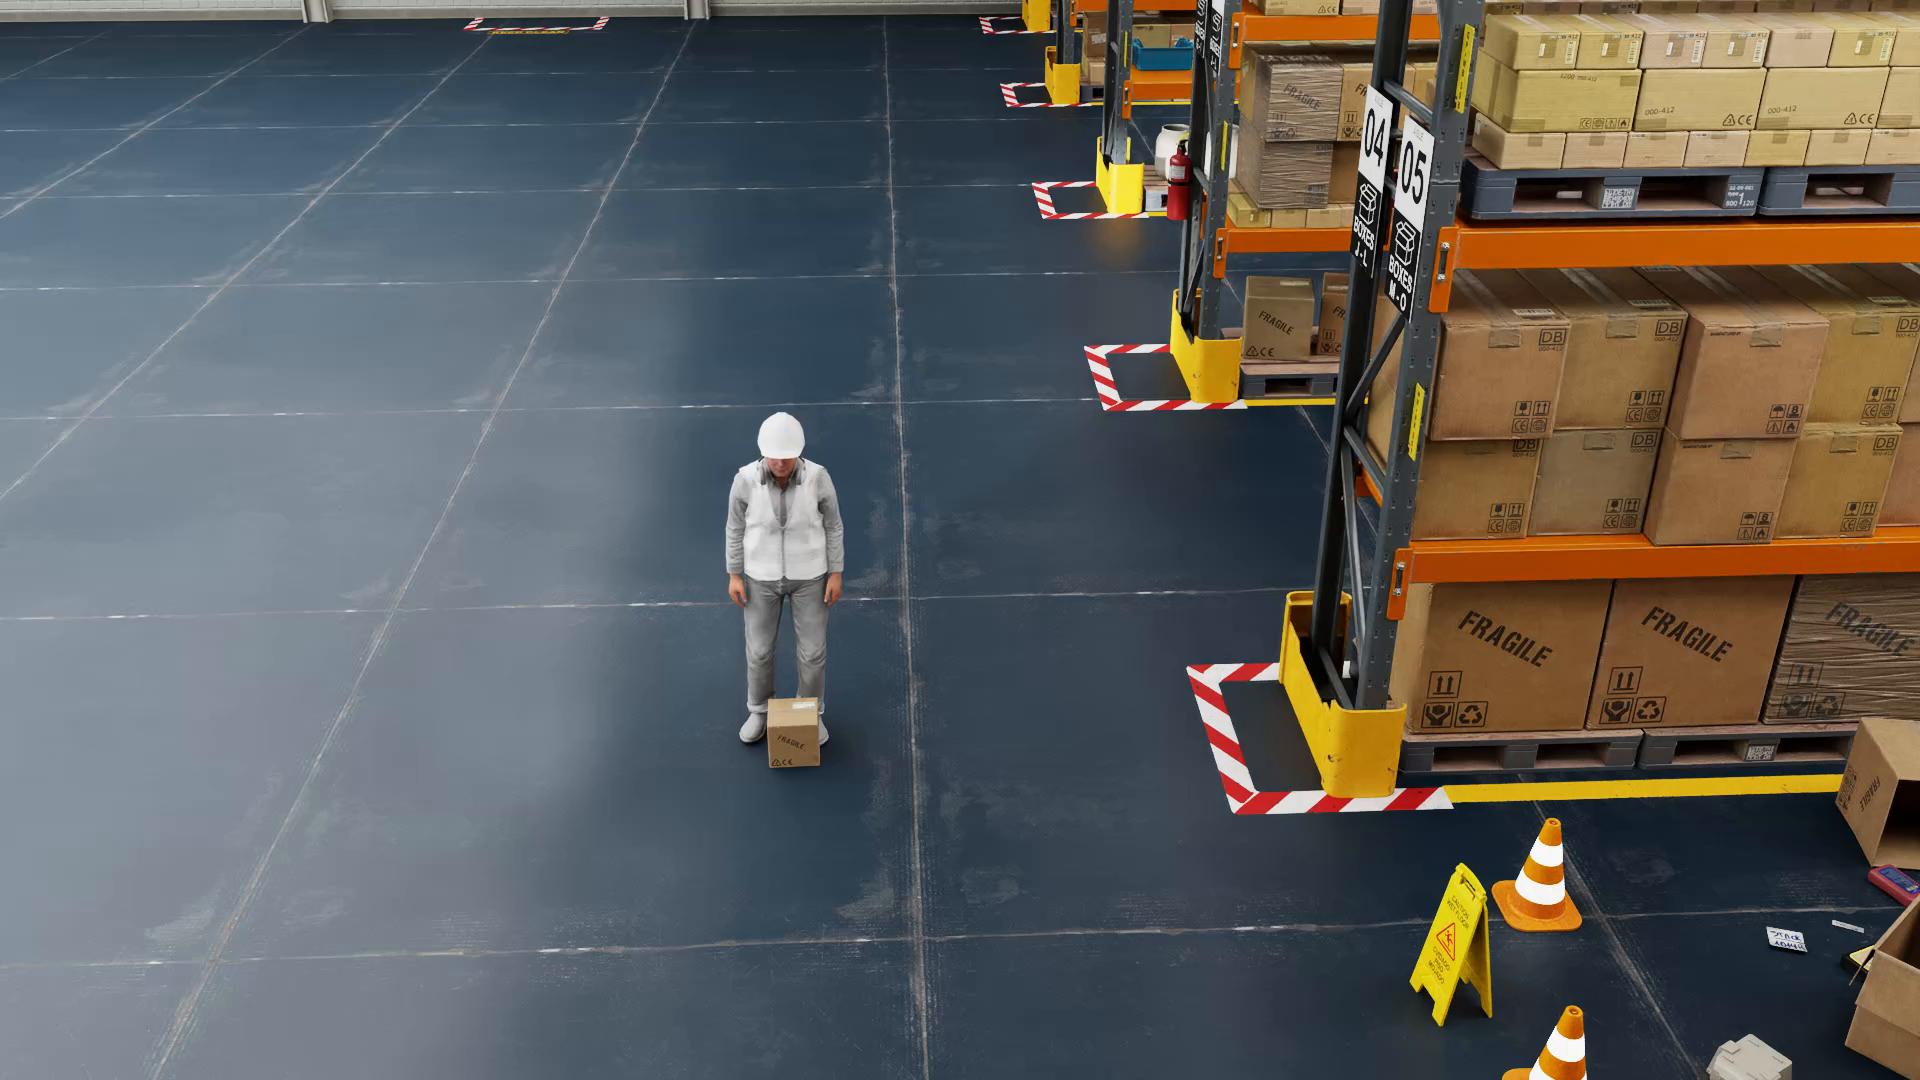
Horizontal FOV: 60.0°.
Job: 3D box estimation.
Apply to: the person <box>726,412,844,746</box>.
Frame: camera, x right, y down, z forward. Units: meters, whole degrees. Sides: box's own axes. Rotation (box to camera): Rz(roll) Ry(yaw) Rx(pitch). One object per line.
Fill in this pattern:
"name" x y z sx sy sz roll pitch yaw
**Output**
"person" -0.864 0.176 8.253 0.580 1.769 0.464 -1 27 -2
